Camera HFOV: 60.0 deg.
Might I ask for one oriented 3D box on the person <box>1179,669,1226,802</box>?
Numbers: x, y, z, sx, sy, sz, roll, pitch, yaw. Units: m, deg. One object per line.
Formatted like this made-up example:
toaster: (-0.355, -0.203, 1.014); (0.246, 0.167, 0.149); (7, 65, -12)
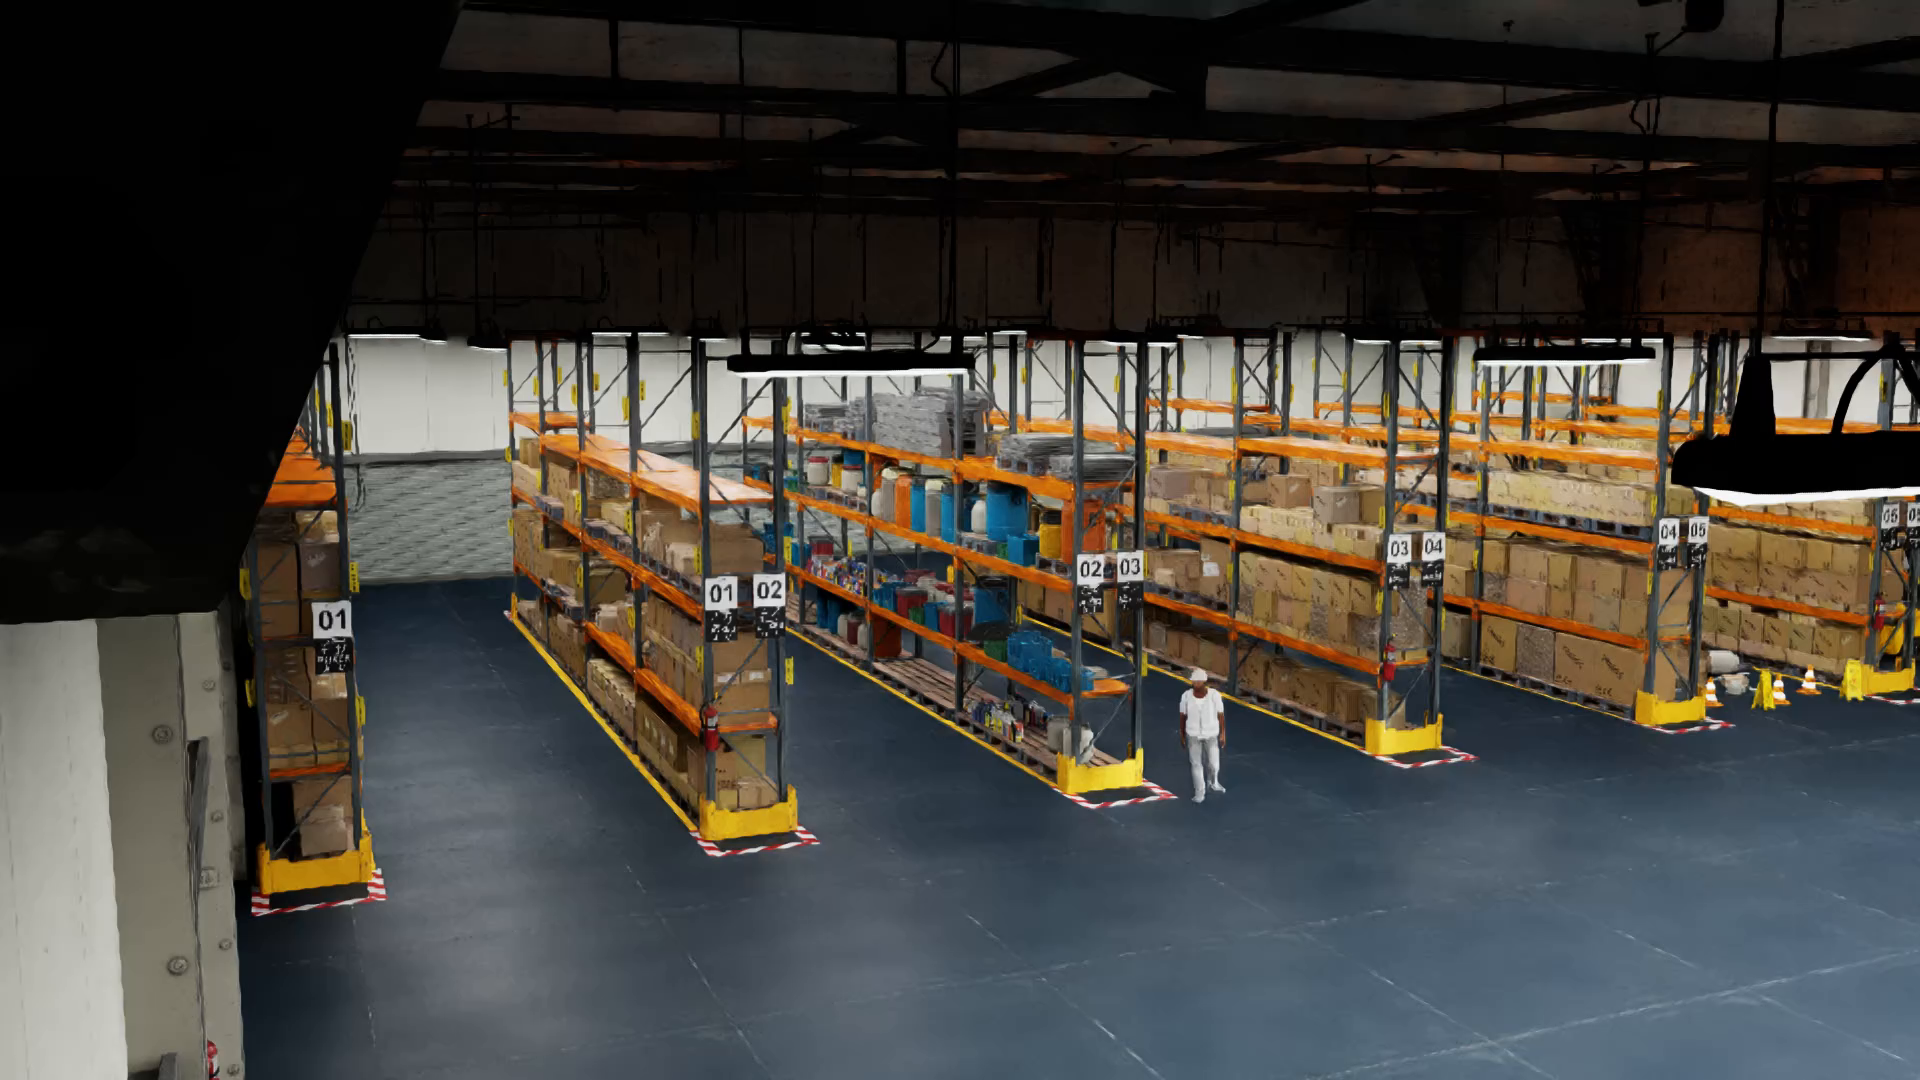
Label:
person: (3.172, 2.526, 21.713); (0.613, 1.756, 0.577); (2, 8, 13)

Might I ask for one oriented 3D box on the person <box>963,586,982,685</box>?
person: (0.182, 1.613, 28.578); (0.393, 1.674, 0.635); (-5, 9, -30)

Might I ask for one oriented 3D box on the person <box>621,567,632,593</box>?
person: (-6.941, 0.762, 34.420); (0.530, 1.779, 0.677); (-2, 8, -17)
